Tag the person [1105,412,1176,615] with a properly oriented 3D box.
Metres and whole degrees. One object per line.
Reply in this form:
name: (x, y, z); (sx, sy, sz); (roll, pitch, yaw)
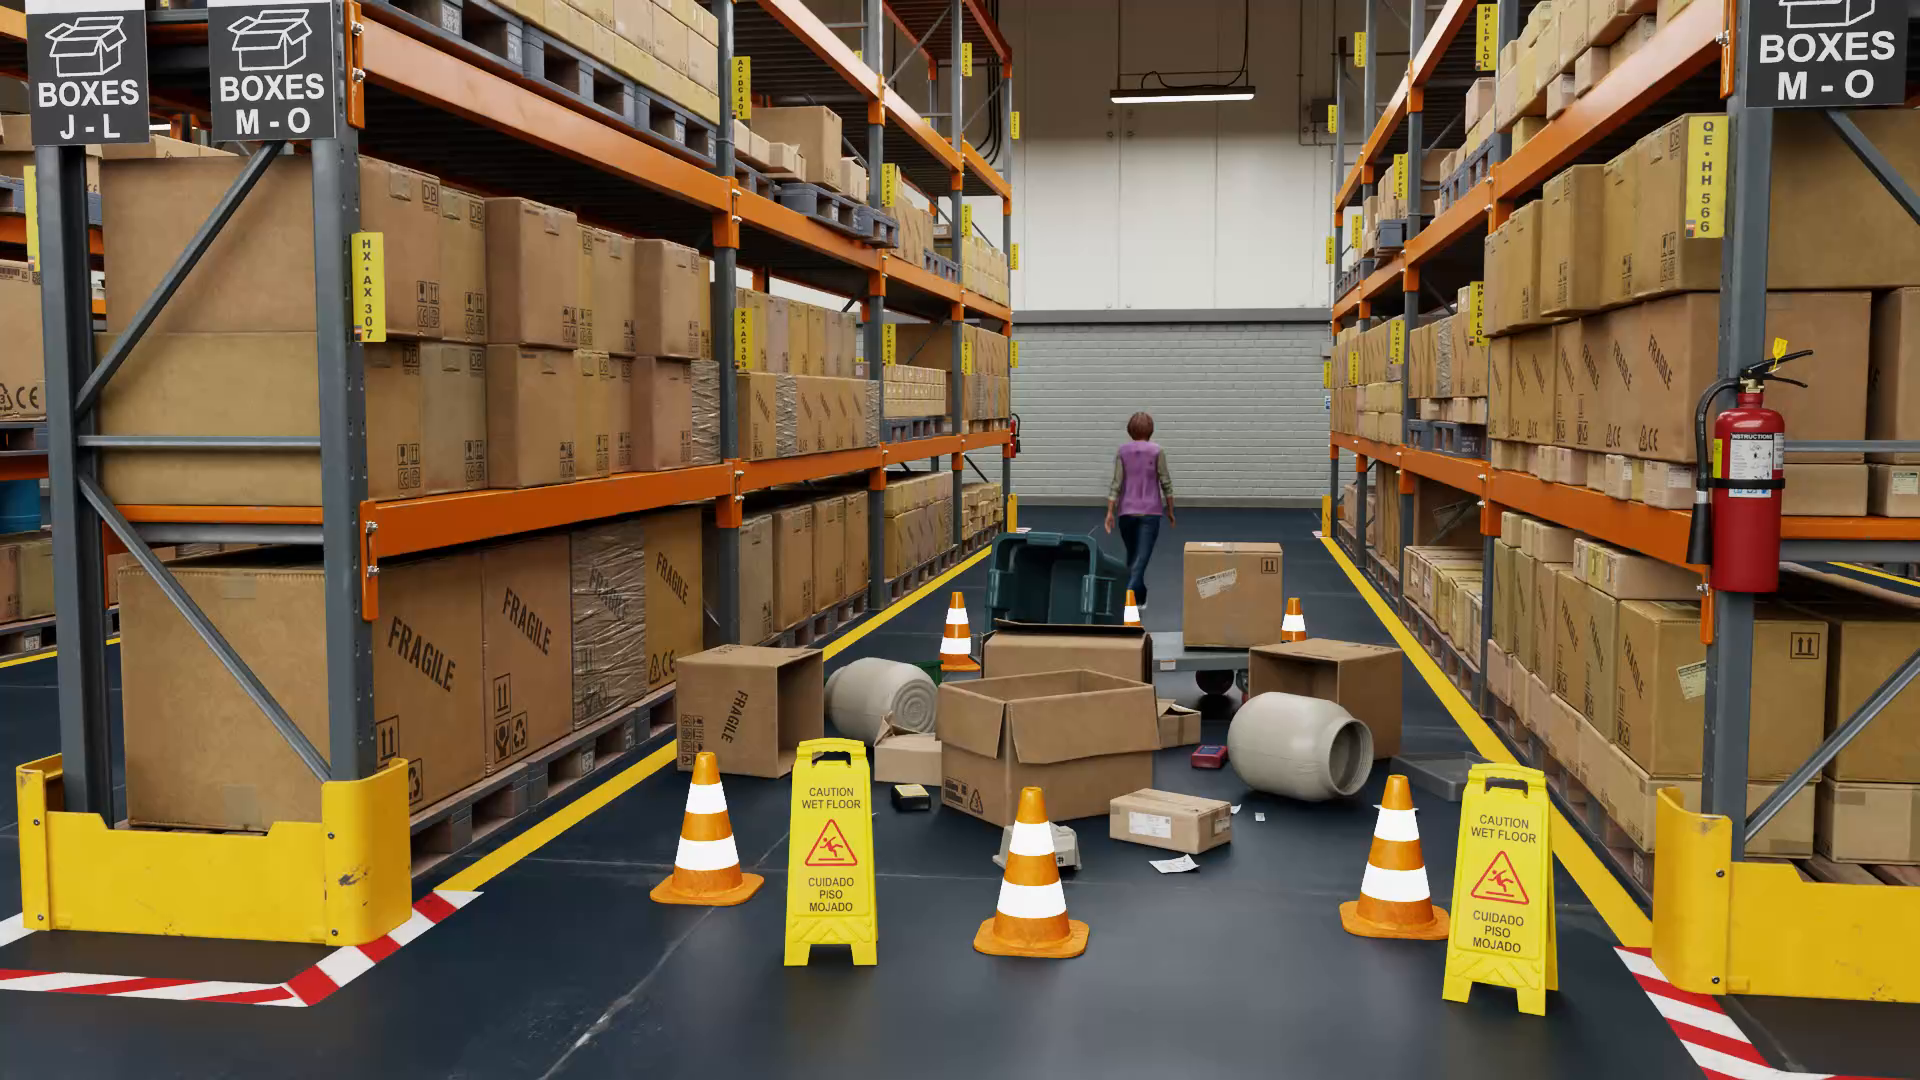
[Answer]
person: (1.378, -0.203, 12.568); (0.457, 1.531, 0.977); (2, 5, 24)
